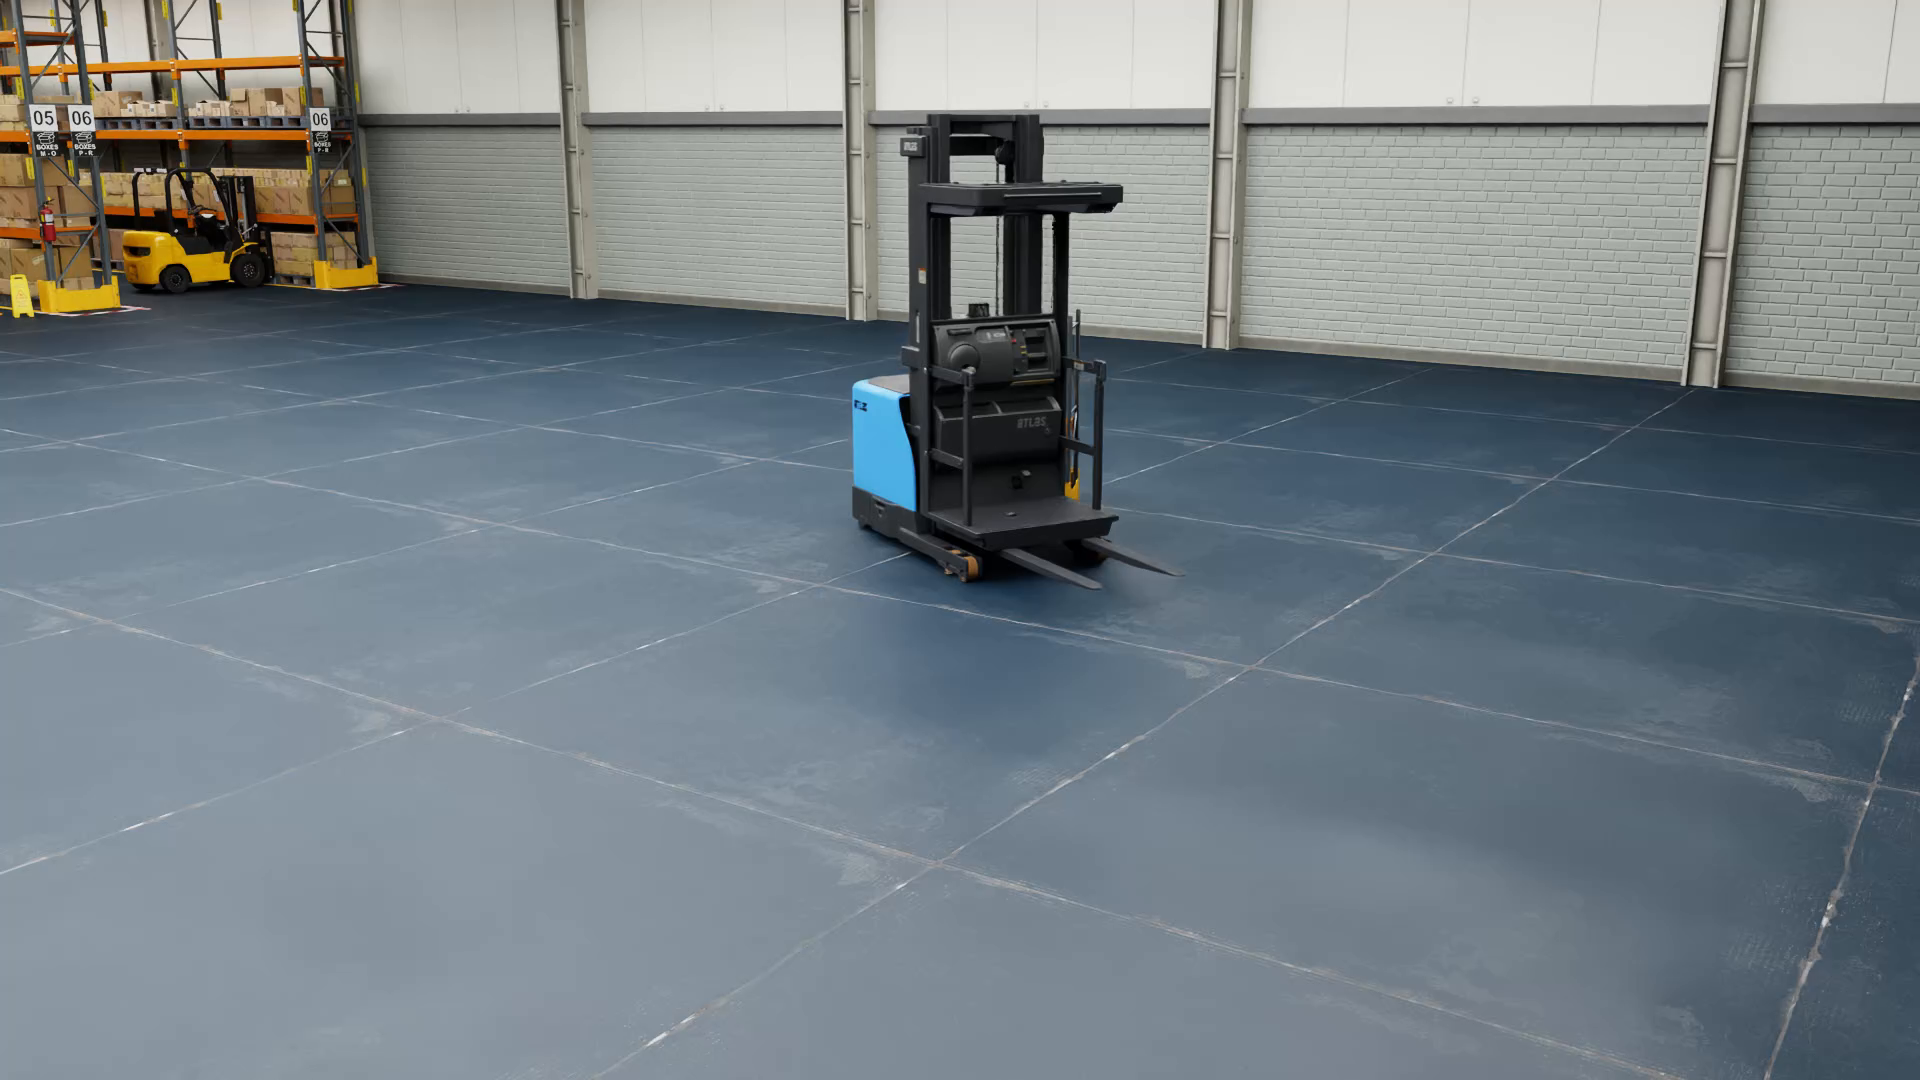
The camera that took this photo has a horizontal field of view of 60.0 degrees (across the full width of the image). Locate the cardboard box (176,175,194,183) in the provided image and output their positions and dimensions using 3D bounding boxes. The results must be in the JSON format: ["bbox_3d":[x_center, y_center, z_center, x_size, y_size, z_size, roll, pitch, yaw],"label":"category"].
[{"bbox_3d":[-15.107,-7.070,32.583,0.250,0.149,0.380,10,17,35],"label":"cardboard box"}]

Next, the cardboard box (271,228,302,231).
[{"bbox_3d":[-12.921,-5.831,31.903,0.500,0.250,0.500,9,16,32],"label":"cardboard box"}]

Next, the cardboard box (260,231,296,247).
[{"bbox_3d":[-12.788,-5.656,31.195,0.500,0.250,0.500,9,17,34],"label":"cardboard box"}]

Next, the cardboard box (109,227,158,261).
[{"bbox_3d":[-16.962,-6.120,34.372,0.625,0.625,0.875,10,17,35],"label":"cardboard box"}]

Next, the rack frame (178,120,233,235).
[{"bbox_3d":[-14.700,-6.705,32.667,0.127,3.000,1.000,9,17,33],"label":"rack frame"}]

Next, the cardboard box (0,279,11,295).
[{"bbox_3d":[-15.394,-4.173,27.288,0.500,0.250,0.500,9,17,33],"label":"cardboard box"}]

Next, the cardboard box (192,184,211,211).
[{"bbox_3d":[-14.477,-6.642,32.204,0.500,0.500,0.500,9,16,31],"label":"cardboard box"}]

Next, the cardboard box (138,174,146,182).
[{"bbox_3d":[-16.184,-7.235,33.251,0.250,0.149,0.380,9,17,33],"label":"cardboard box"}]

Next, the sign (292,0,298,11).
[{"bbox_3d":[-11.695,-9.466,29.228,0.005,0.325,0.100,9,17,33],"label":"sign"}]

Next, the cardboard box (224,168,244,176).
[{"bbox_3d":[-13.730,-6.977,31.588,0.250,0.149,0.380,9,16,32],"label":"cardboard box"}]

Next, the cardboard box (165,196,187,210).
[{"bbox_3d":[-15.264,-6.648,32.747,0.500,0.250,0.500,10,17,34],"label":"cardboard box"}]

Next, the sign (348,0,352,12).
[{"bbox_3d":[-11.066,-9.721,30.091,0.005,0.325,0.100,9,17,33],"label":"sign"}]

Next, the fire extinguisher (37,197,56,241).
[{"bbox_3d":[-14.310,-5.034,26.076,0.183,0.674,0.296,9,17,33],"label":"fire extinguisher"}]

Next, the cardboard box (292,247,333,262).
[{"bbox_3d":[-11.959,-5.283,30.731,0.500,0.250,0.500,9,16,32],"label":"cardboard box"}]

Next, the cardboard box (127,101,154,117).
[{"bbox_3d":[-16.073,-8.522,32.866,0.500,0.311,0.500,9,16,31],"label":"cardboard box"}]

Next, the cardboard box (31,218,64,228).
[{"bbox_3d":[-14.577,-5.064,26.560,0.250,0.149,0.380,10,17,35],"label":"cardboard box"}]

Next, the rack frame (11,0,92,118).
[{"bbox_3d":[-14.148,-8.090,25.779,0.127,3.000,1.000,9,17,33],"label":"rack frame"}]

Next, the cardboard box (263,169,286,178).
[{"bbox_3d":[-12.693,-6.800,30.873,0.250,0.149,0.380,10,17,34],"label":"cardboard box"}]

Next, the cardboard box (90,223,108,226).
[{"bbox_3d":[-18.483,-6.720,35.705,0.250,0.149,0.380,10,17,35],"label":"cardboard box"}]

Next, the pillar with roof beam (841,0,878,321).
[{"bbox_3d":[-3.901,-6.886,20.913,0.400,9.000,9.100,9,17,33],"label":"pillar with roof beam"}]

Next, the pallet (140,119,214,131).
[{"bbox_3d":[-15.439,-8.184,32.797,1.217,0.209,0.805,8,16,31],"label":"pallet"}]

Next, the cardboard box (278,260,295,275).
[{"bbox_3d":[-12.354,-5.106,31.057,0.500,0.250,0.500,9,17,33],"label":"cardboard box"}]

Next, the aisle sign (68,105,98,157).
[{"bbox_3d":[-13.923,-6.494,26.403,0.004,0.787,0.394,9,17,33],"label":"aisle sign"}]

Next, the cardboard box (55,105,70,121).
[{"bbox_3d":[-14.416,-6.827,26.608,0.500,0.250,0.500,9,16,32],"label":"cardboard box"}]

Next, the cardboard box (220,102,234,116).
[{"bbox_3d":[-13.638,-8.089,31.211,0.258,0.266,0.396,9,16,31],"label":"cardboard box"}]

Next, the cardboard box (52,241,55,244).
[{"bbox_3d":[-19.335,-6.385,35.700,0.500,0.500,0.500,10,17,35],"label":"cardboard box"}]

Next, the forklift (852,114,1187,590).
[{"bbox_3d":[0.355,-1.278,10.884,1.130,2.935,3.031,-7,16,-28],"label":"forklift"}]

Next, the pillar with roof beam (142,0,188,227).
[{"bbox_3d":[-18.837,-9.300,30.665,0.400,9.000,9.100,9,17,33],"label":"pillar with roof beam"}]

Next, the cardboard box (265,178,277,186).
[{"bbox_3d":[-12.682,-6.660,30.926,0.250,0.149,0.380,9,16,31],"label":"cardboard box"}]

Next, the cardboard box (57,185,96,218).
[{"bbox_3d":[-14.386,-5.490,26.932,0.500,0.500,0.500,9,16,32],"label":"cardboard box"}]

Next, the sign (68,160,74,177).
[{"bbox_3d":[-18.314,-7.656,34.262,0.005,0.325,0.100,9,17,33],"label":"sign"}]

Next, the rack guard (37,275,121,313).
[{"bbox_3d":[-14.211,-3.975,26.841,0.348,0.500,1.175,9,17,33],"label":"rack guard"}]

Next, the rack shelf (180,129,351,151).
[{"bbox_3d":[-13.040,-7.544,31.309,4.000,0.370,1.077,9,17,33],"label":"rack shelf"}]

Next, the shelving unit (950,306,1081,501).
[{"bbox_3d":[0.352,-1.005,12.763,1.083,1.500,0.587,3,14,11],"label":"shelving unit"}]

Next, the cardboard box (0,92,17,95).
[{"bbox_3d":[-20.808,-9.654,36.295,0.258,0.266,0.396,9,17,33],"label":"cardboard box"}]

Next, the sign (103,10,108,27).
[{"bbox_3d":[-17.712,-10.795,34.430,0.005,0.325,0.100,9,17,33],"label":"sign"}]

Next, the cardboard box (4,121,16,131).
[{"bbox_3d":[-14.825,-6.531,26.246,0.250,0.149,0.380,9,17,33],"label":"cardboard box"}]

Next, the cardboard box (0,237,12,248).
[{"bbox_3d":[-15.507,-4.852,27.119,0.250,0.149,0.380,10,17,34],"label":"cardboard box"}]

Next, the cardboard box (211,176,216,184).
[{"bbox_3d":[-14.134,-6.909,31.934,0.250,0.149,0.380,9,17,33],"label":"cardboard box"}]

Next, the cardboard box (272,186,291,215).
[{"bbox_3d":[-12.361,-6.302,30.831,0.500,0.500,0.500,10,17,35],"label":"cardboard box"}]

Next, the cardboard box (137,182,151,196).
[{"bbox_3d":[-16.102,-7.027,33.239,0.500,0.250,0.500,10,17,34],"label":"cardboard box"}]

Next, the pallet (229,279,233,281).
[{"bbox_3d":[-14.063,-5.236,32.537,1.213,0.211,1.003,9,17,33],"label":"pallet"}]

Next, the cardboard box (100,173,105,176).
[{"bbox_3d":[-17.469,-7.438,34.072,0.250,0.149,0.380,10,17,34],"label":"cardboard box"}]

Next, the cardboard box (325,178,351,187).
[{"bbox_3d":[-11.517,-6.629,30.802,0.250,0.149,0.380,9,16,31],"label":"cardboard box"}]

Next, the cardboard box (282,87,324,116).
[{"bbox_3d":[-11.884,-7.936,30.108,0.500,0.500,0.500,10,17,35],"label":"cardboard box"}]

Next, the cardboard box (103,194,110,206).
[{"bbox_3d":[-17.372,-6.992,34.138,0.500,0.250,0.500,9,16,32],"label":"cardboard box"}]

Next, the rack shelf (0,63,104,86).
[{"bbox_3d":[-19.678,-9.878,35.331,4.000,0.370,1.077,9,17,33],"label":"rack shelf"}]
